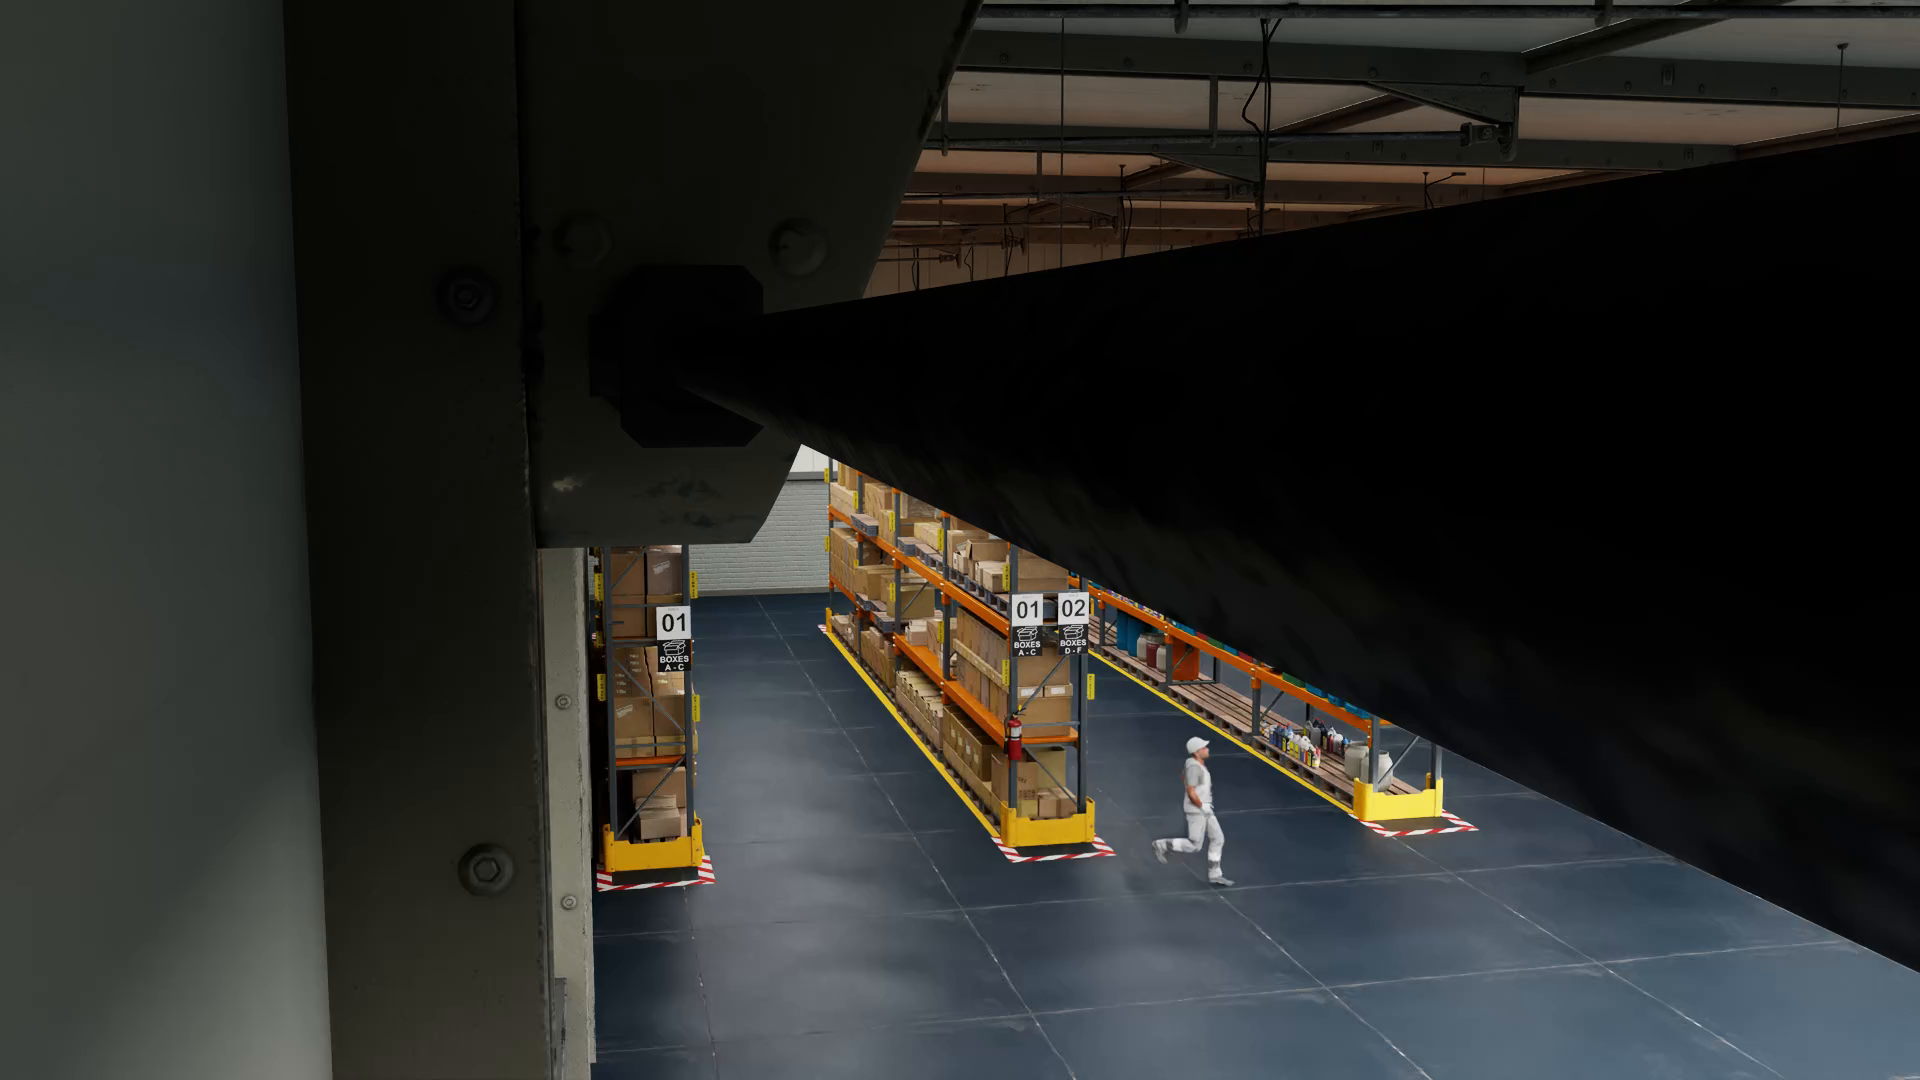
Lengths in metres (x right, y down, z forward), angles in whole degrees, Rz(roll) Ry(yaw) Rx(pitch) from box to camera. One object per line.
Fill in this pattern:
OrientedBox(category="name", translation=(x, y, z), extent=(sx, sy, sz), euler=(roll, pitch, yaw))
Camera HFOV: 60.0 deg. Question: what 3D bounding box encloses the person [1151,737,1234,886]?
OrientedBox(category="person", translation=(2.743, 3.176, 19.502), extent=(0.962, 1.757, 0.642), euler=(2, 7, 16))
